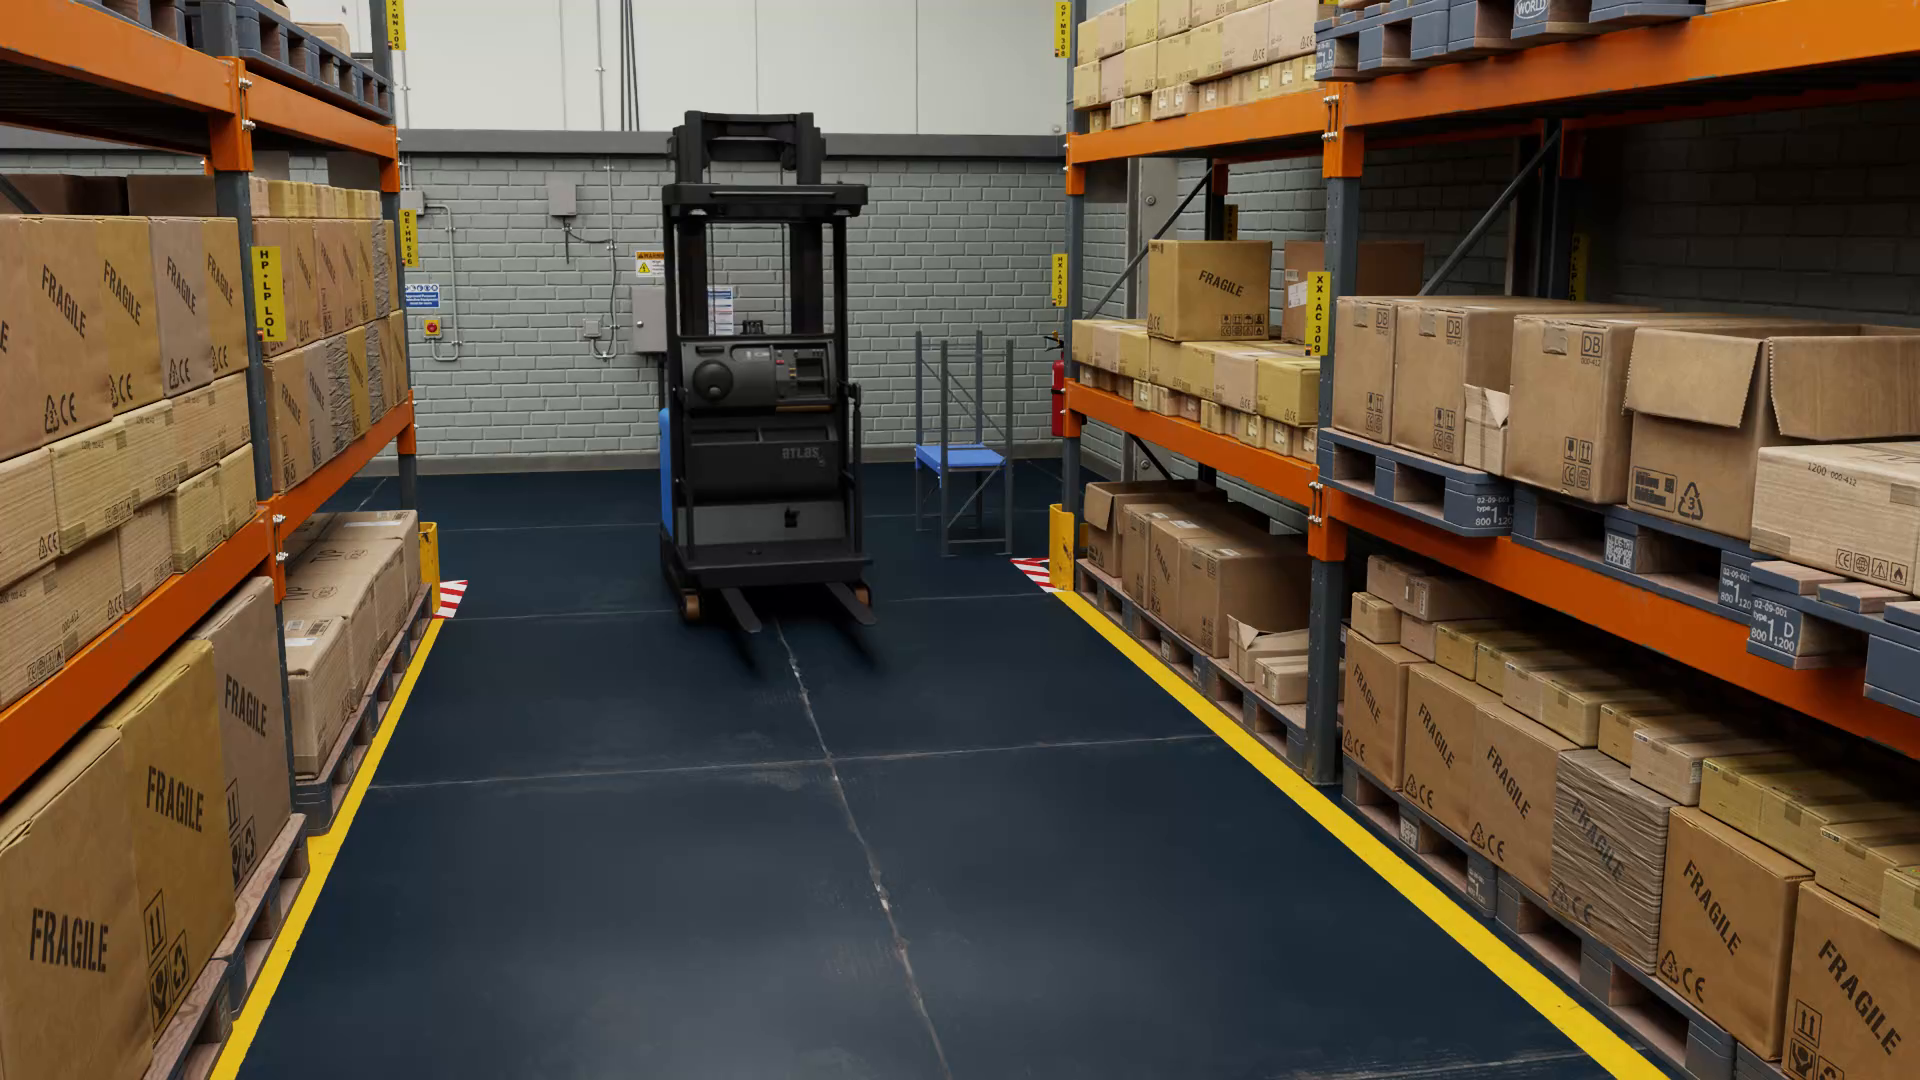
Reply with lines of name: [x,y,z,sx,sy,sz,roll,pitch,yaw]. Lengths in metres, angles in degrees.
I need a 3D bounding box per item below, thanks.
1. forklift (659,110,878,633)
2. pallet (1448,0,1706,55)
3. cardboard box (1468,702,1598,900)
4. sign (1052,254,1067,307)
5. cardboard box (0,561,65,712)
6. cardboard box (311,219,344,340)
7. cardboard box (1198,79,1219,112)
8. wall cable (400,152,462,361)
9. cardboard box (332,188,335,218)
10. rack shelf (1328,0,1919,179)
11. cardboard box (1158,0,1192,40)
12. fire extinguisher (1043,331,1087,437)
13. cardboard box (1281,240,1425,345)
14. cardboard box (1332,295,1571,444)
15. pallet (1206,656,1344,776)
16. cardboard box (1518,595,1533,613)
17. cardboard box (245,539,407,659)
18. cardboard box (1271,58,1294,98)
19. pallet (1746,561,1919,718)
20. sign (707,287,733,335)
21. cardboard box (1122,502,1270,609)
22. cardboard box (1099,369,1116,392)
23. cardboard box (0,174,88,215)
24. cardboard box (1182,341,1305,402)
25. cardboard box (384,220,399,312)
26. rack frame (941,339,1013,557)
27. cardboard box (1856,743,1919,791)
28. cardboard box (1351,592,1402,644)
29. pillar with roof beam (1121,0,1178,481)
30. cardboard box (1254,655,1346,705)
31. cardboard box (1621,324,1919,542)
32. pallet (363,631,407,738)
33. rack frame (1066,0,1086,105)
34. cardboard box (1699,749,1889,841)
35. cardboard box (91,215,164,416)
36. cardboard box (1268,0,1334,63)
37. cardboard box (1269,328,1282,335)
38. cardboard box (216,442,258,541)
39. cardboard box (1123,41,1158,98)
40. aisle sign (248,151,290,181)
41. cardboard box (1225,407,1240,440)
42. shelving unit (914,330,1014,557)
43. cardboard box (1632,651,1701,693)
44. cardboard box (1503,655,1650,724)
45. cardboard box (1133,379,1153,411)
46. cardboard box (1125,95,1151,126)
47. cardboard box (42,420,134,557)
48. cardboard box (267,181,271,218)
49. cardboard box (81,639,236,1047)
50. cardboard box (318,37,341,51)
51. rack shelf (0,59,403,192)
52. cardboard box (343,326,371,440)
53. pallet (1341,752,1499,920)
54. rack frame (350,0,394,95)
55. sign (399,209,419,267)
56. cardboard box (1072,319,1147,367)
forklift: [-1.153,-1.038,9.813,1.130,2.935,3.031,-3,11,-15]
pallet: [2.199,-1.552,4.807,1.213,0.211,1.003,-2,11,-11]
cardboard box: [2.015,0.825,5.403,0.500,0.500,0.500,-2,11,-13]
sign: [0.626,-1.622,10.380,0.100,0.325,0.005,-2,11,-11]
cardboard box: [-2.216,0.217,3.436,0.500,0.250,0.500,-2,11,-9]
cardboard box: [-2.968,-1.125,7.145,0.500,0.500,0.500,-2,11,-10]
cardboard box: [1.366,-2.124,7.983,0.380,0.149,0.250,-2,11,-10]
wall cable: [-4.830,-2.583,14.944,0.585,1.953,0.123,-2,11,-11]
cardboard box: [-3.109,-1.555,7.666,0.380,0.149,0.250,-2,11,-9]
rack shelf: [2.325,-1.236,4.570,1.077,0.370,4.000,-2,11,-11]
cardboard box: [1.299,-2.639,8.284,0.500,0.250,0.500,-2,11,-9]
fire extinguisher: [0.676,-1.005,10.661,0.296,0.674,0.183,-2,11,-11]
cardboard box: [1.907,-1.206,8.113,0.500,0.500,0.500,-2,11,-13]
cardboard box: [1.811,-0.641,6.153,0.700,0.500,0.500,-2,11,-10]
pallet: [1.803,0.761,7.633,1.003,0.211,1.213,-2,11,-11]
cardboard box: [2.290,0.277,6.545,0.380,0.149,0.250,-3,11,-13]
cardboard box: [-3.297,0.302,8.316,0.875,0.438,0.875,-2,11,-9]
cardboard box: [1.532,-1.933,6.980,0.380,0.149,0.250,-2,11,-11]
pallet: [2.513,0.223,3.514,1.213,0.211,1.003,-2,11,-11]
sign: [-2.297,-2.127,15.606,0.329,0.494,0.001,-2,11,-11]
cardboard box: [1.312,0.079,9.321,0.700,0.500,0.500,-2,11,-9]
cardboard box: [1.048,-0.978,9.983,0.380,0.149,0.250,-2,11,-10]
cardboard box: [-3.304,-1.205,5.831,0.380,0.149,0.250,-2,11,-12]
cardboard box: [1.402,-0.823,8.104,0.500,0.250,0.500,-2,11,-11]
cardboard box: [-3.383,-1.496,9.091,0.500,0.500,0.500,-2,11,-9]
rack frame: [0.115,-0.628,11.484,0.500,1.500,0.032,-2,11,-11]
cardboard box: [2.706,0.655,4.560,0.380,0.149,0.250,-2,11,-12]
cardboard box: [1.745,0.296,6.448,0.380,0.149,0.250,-2,11,-8]
pillar with roof beam: [-2.705,-4.534,11.952,9.100,9.000,0.400,-2,11,-11]
cardboard box: [1.540,0.620,7.419,0.380,0.149,0.250,-2,11,-13]
cardboard box: [2.215,-0.299,4.345,0.797,0.503,0.637,-2,11,-12]
pallet: [-3.244,0.702,7.945,1.003,0.211,1.213,-2,11,-11]
rack frame: [1.158,-4.164,10.004,1.000,3.000,0.127,-2,11,-11]
cardboard box: [2.222,0.678,4.440,0.380,0.149,0.250,-2,11,-12]
cardboard box: [-2.412,-0.581,4.284,0.500,0.500,0.500,-2,11,-9]
cardboard box: [1.597,-2.108,6.834,0.500,0.250,0.500,-2,11,-11]
cardboard box: [1.699,-1.029,9.184,0.500,0.250,0.500,-2,11,-9]
cardboard box: [-2.598,-0.155,5.389,0.500,0.250,0.500,-2,11,-12]
cardboard box: [1.183,-2.484,8.810,0.500,0.250,0.500,-2,11,-13]
aisle sign: [-4.009,-2.315,9.384,0.394,0.787,0.004,-2,11,-11]
cardboard box: [1.456,-0.552,7.744,0.380,0.149,0.250,-2,11,-10]
shelving unit: [0.017,-0.721,11.974,0.538,1.500,1.048,-2,11,-11]
cardboard box: [2.479,0.468,5.542,0.380,0.149,0.250,-2,11,-9]
cardboard box: [2.014,0.487,5.441,0.380,0.149,0.250,-2,11,-11]
cardboard box: [1.155,-0.785,8.968,0.380,0.149,0.250,-2,11,-13]
cardboard box: [1.107,-2.308,8.948,0.380,0.149,0.250,-2,11,-11]
cardboard box: [-2.280,-0.122,3.879,0.500,0.250,0.500,-2,11,-10]
cardboard box: [-2.896,-1.320,6.431,0.380,0.149,0.250,-2,11,-12]
cardboard box: [-2.550,0.812,4.467,0.875,0.875,0.875,-2,11,-9]
cardboard box: [-3.374,-2.488,8.502,0.380,0.149,0.250,-3,11,-15]
rack shelf: [-3.321,-1.789,7.473,1.077,0.370,4.000,-2,11,-11]
cardboard box: [-3.051,-0.725,7.714,0.500,0.500,0.500,-2,11,-9]
pallet: [2.131,1.035,6.195,1.003,0.211,1.213,-2,11,-11]
rack frame: [-3.710,-3.982,9.052,1.000,3.000,0.127,-2,11,-11]
sign: [-3.175,-1.738,9.573,0.100,0.325,0.005,-2,11,-11]
cardboard box: [0.982,-1.196,10.063,0.500,0.250,0.500,-2,11,-11]
